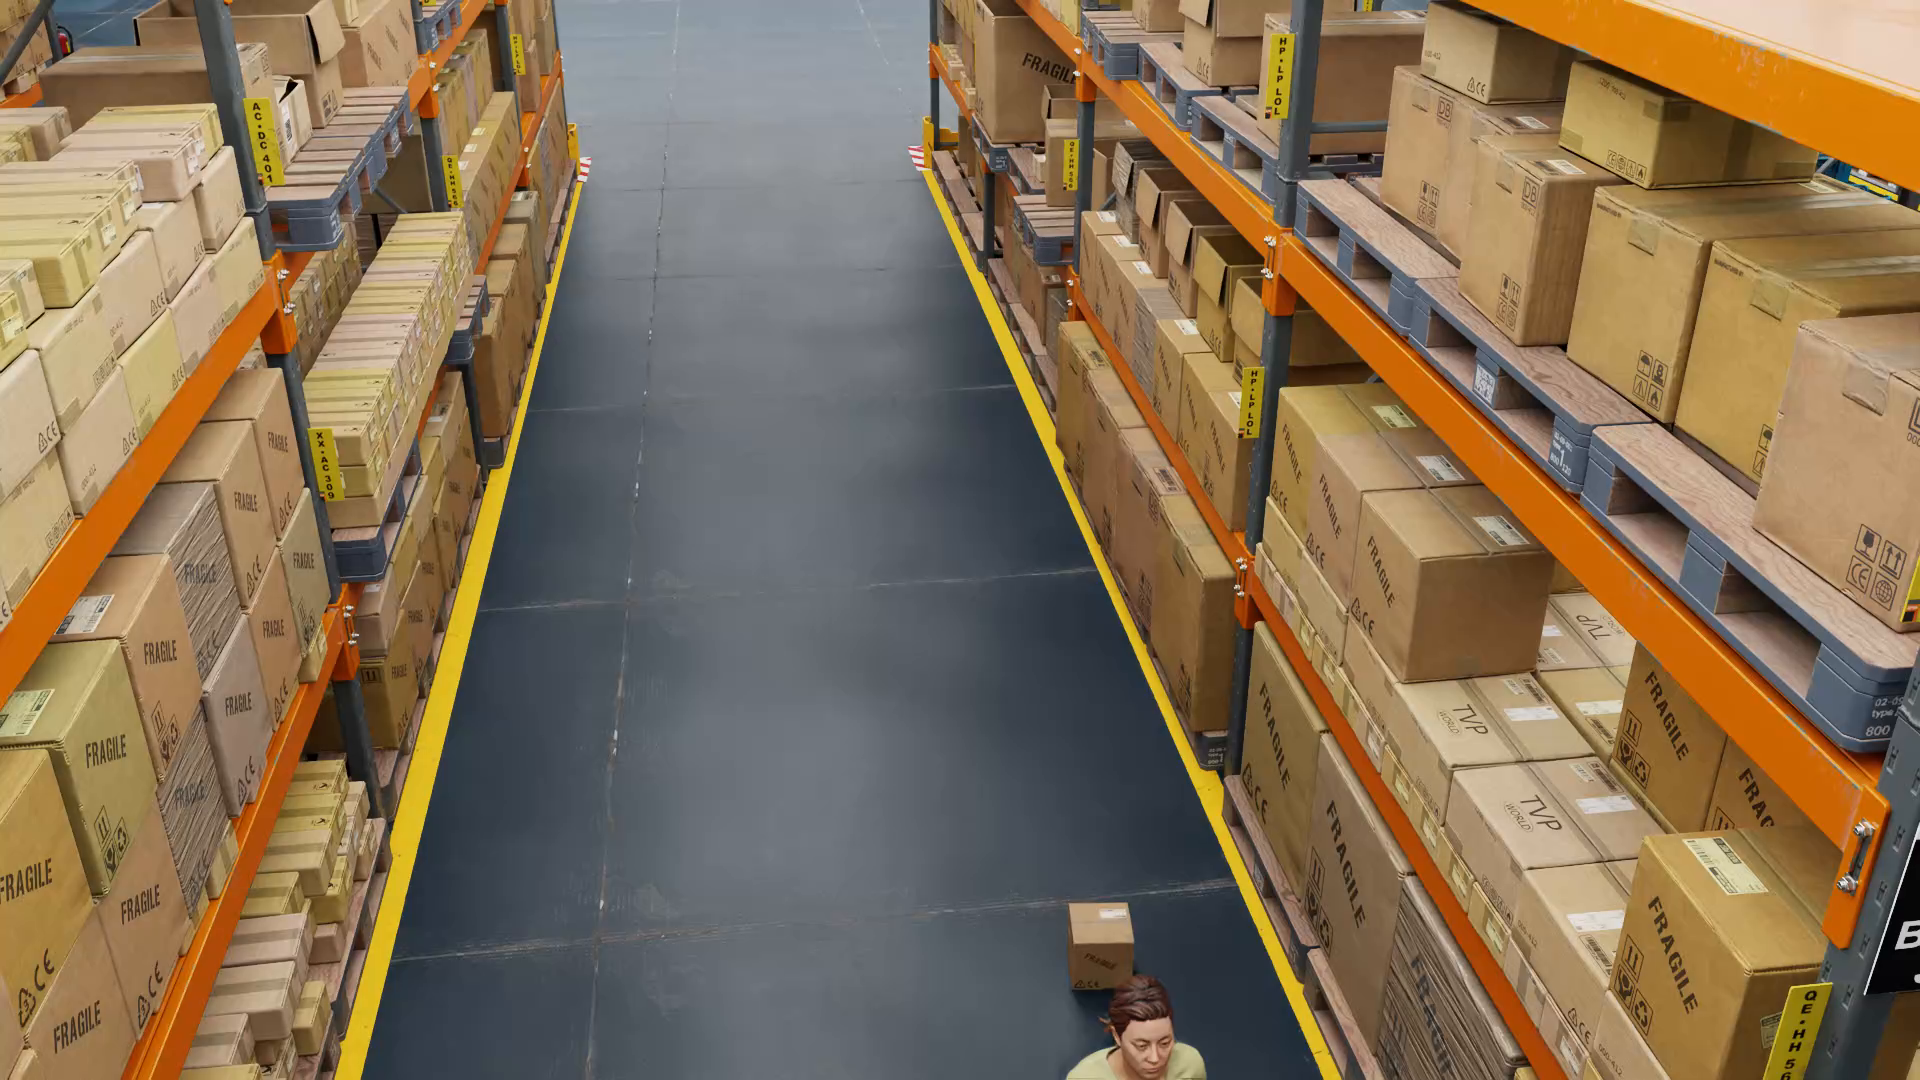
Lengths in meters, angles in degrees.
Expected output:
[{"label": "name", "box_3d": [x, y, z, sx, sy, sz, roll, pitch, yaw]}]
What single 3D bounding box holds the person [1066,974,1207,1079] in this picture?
[{"label": "person", "box_3d": [0.494, 1.981, 4.769, 0.469, 1.665, 0.855, -2, 27, -4]}]
